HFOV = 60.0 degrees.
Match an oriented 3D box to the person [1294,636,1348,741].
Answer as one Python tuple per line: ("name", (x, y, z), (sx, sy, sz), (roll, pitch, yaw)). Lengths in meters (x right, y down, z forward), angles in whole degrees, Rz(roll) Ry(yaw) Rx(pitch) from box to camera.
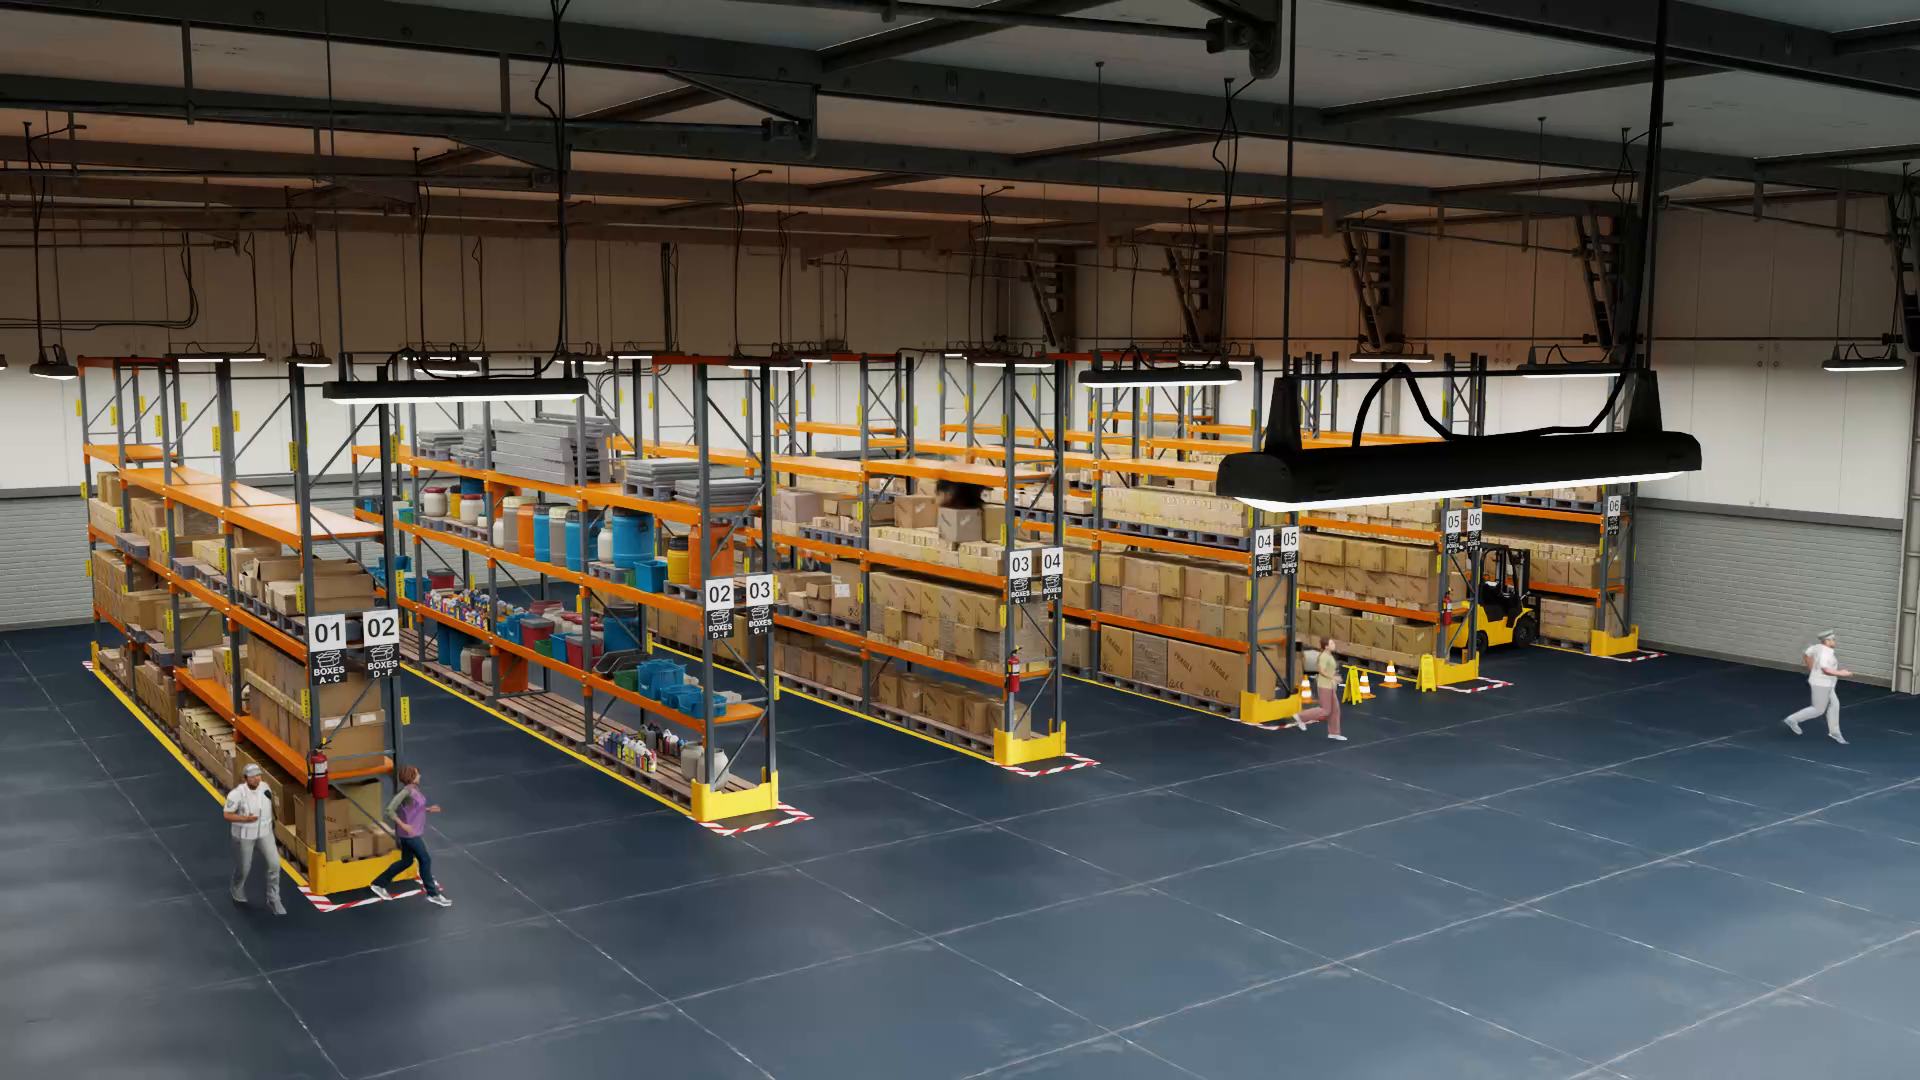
("person", (5.729, 2.341, 26.312), (0.839, 1.665, 0.587), (2, 7, 15))

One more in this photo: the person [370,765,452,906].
("person", (-6.128, 3.292, 18.486), (0.871, 1.612, 0.539), (-2, 7, -14))

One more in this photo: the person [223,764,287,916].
("person", (-7.849, 3.292, 18.422), (0.883, 1.697, 0.625), (7, 10, 44))

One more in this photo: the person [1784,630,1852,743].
("person", (13.527, 2.307, 26.186), (0.938, 1.836, 0.693), (2, 7, 19))

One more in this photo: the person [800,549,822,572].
("person", (-3.297, 1.034, 36.790), (0.644, 1.687, 0.593), (-4, 8, -31))
